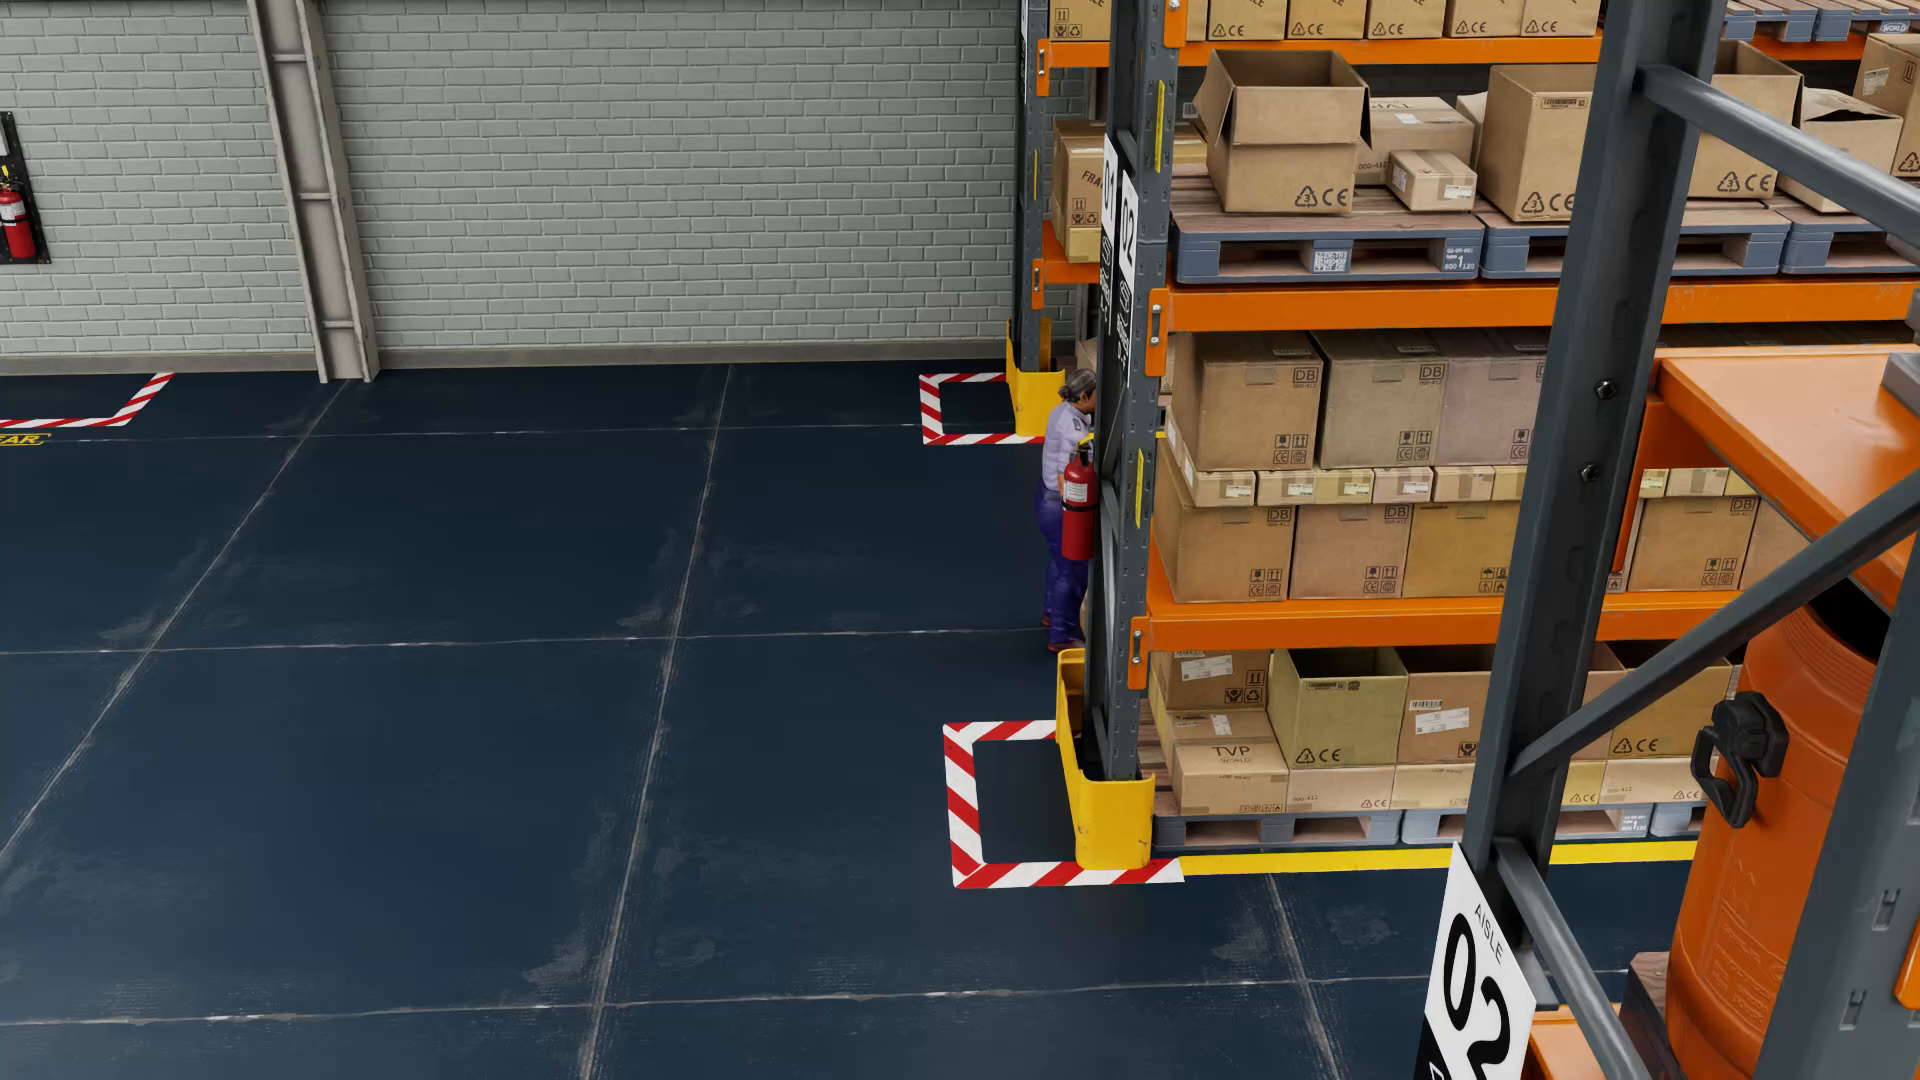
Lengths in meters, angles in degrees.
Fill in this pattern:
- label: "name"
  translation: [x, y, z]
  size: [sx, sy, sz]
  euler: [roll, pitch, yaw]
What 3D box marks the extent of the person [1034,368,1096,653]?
- label: "person"
  translation: [0.606, -0.177, 9.310]
  size: [0.374, 1.651, 0.537]
  euler: [-1, 28, -2]
